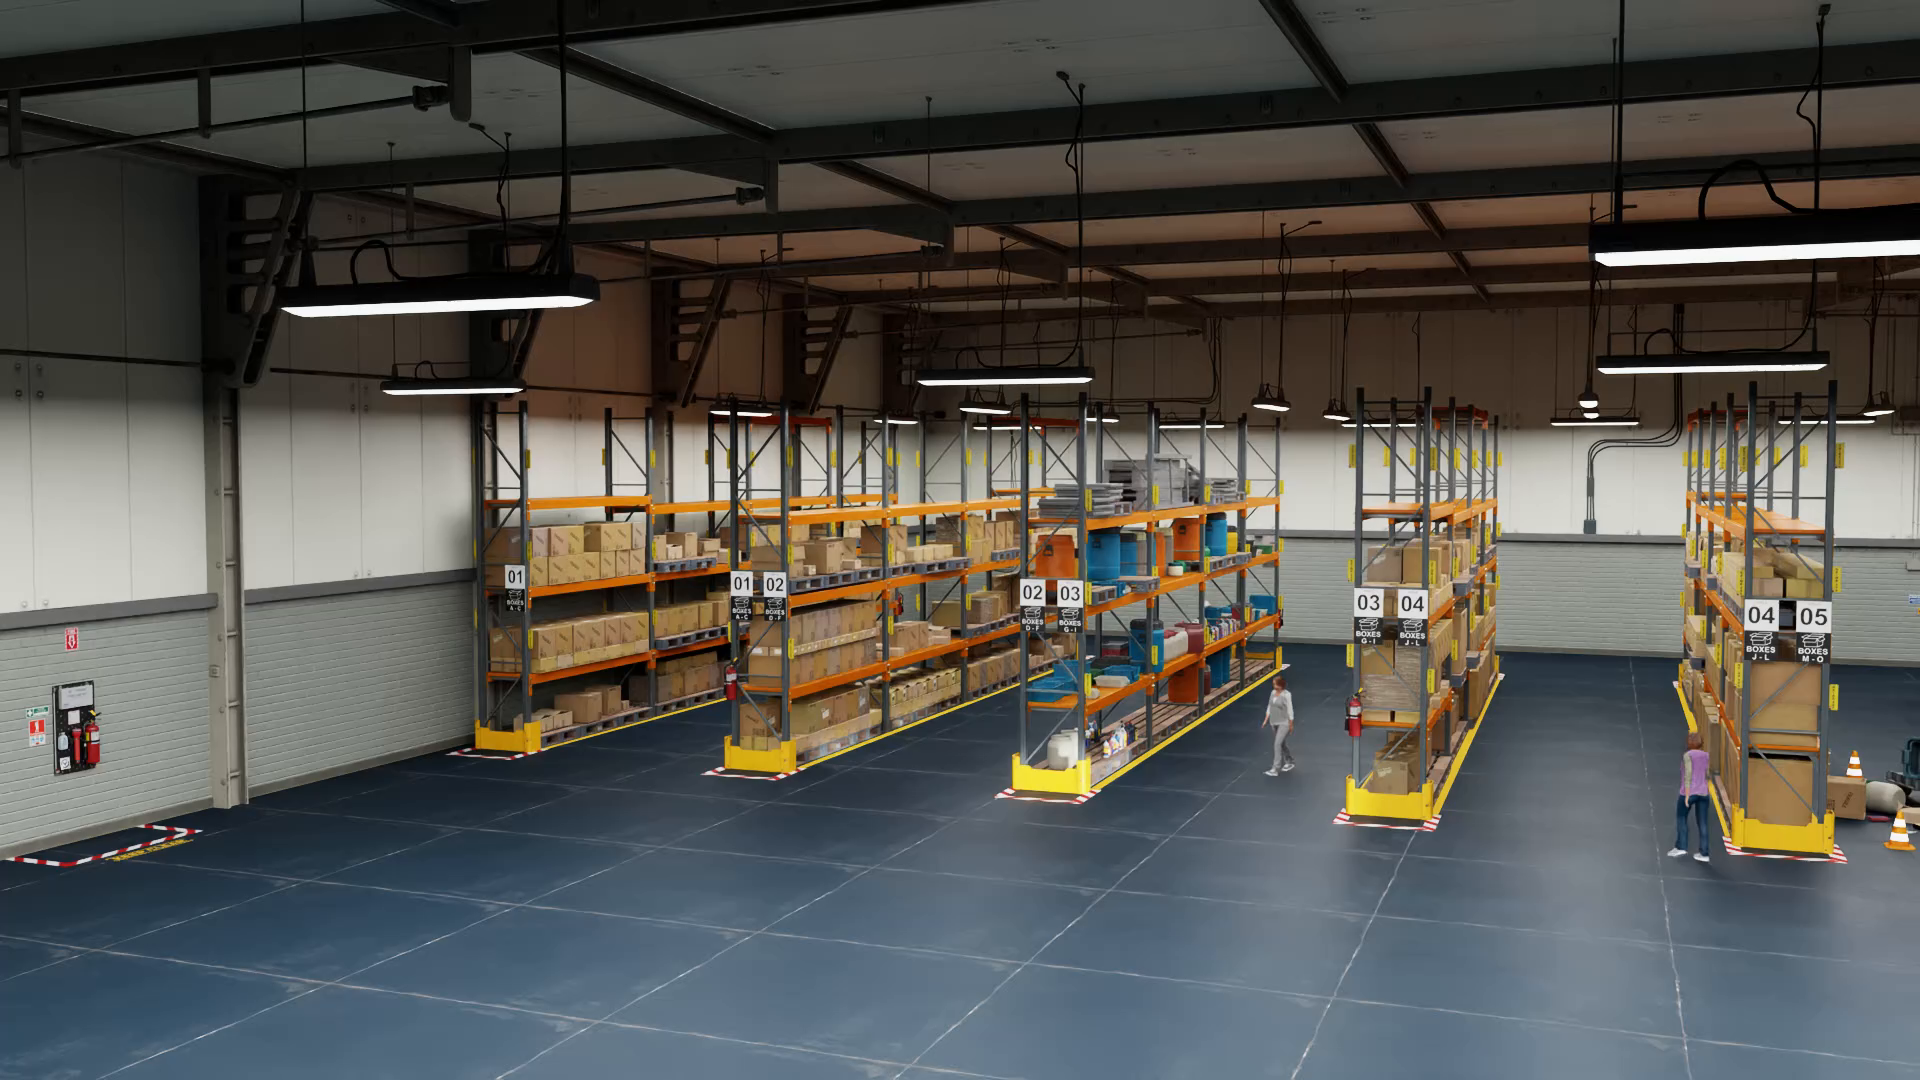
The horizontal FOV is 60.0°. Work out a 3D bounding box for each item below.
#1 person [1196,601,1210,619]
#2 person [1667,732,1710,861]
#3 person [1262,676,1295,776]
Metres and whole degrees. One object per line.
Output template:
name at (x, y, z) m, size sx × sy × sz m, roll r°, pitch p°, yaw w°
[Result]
person at (5.678, 2.262, 38.489) m, size 1.109 × 1.714 × 0.599 m, roll -2°, pitch 4°, yaw -39°
person at (9.192, 3.209, 20.762) m, size 0.421 × 1.611 × 0.654 m, roll 0°, pitch 3°, yaw -6°
person at (5.066, 2.931, 26.376) m, size 0.815 × 1.561 × 0.426 m, roll -2°, pitch 3°, yaw -30°
